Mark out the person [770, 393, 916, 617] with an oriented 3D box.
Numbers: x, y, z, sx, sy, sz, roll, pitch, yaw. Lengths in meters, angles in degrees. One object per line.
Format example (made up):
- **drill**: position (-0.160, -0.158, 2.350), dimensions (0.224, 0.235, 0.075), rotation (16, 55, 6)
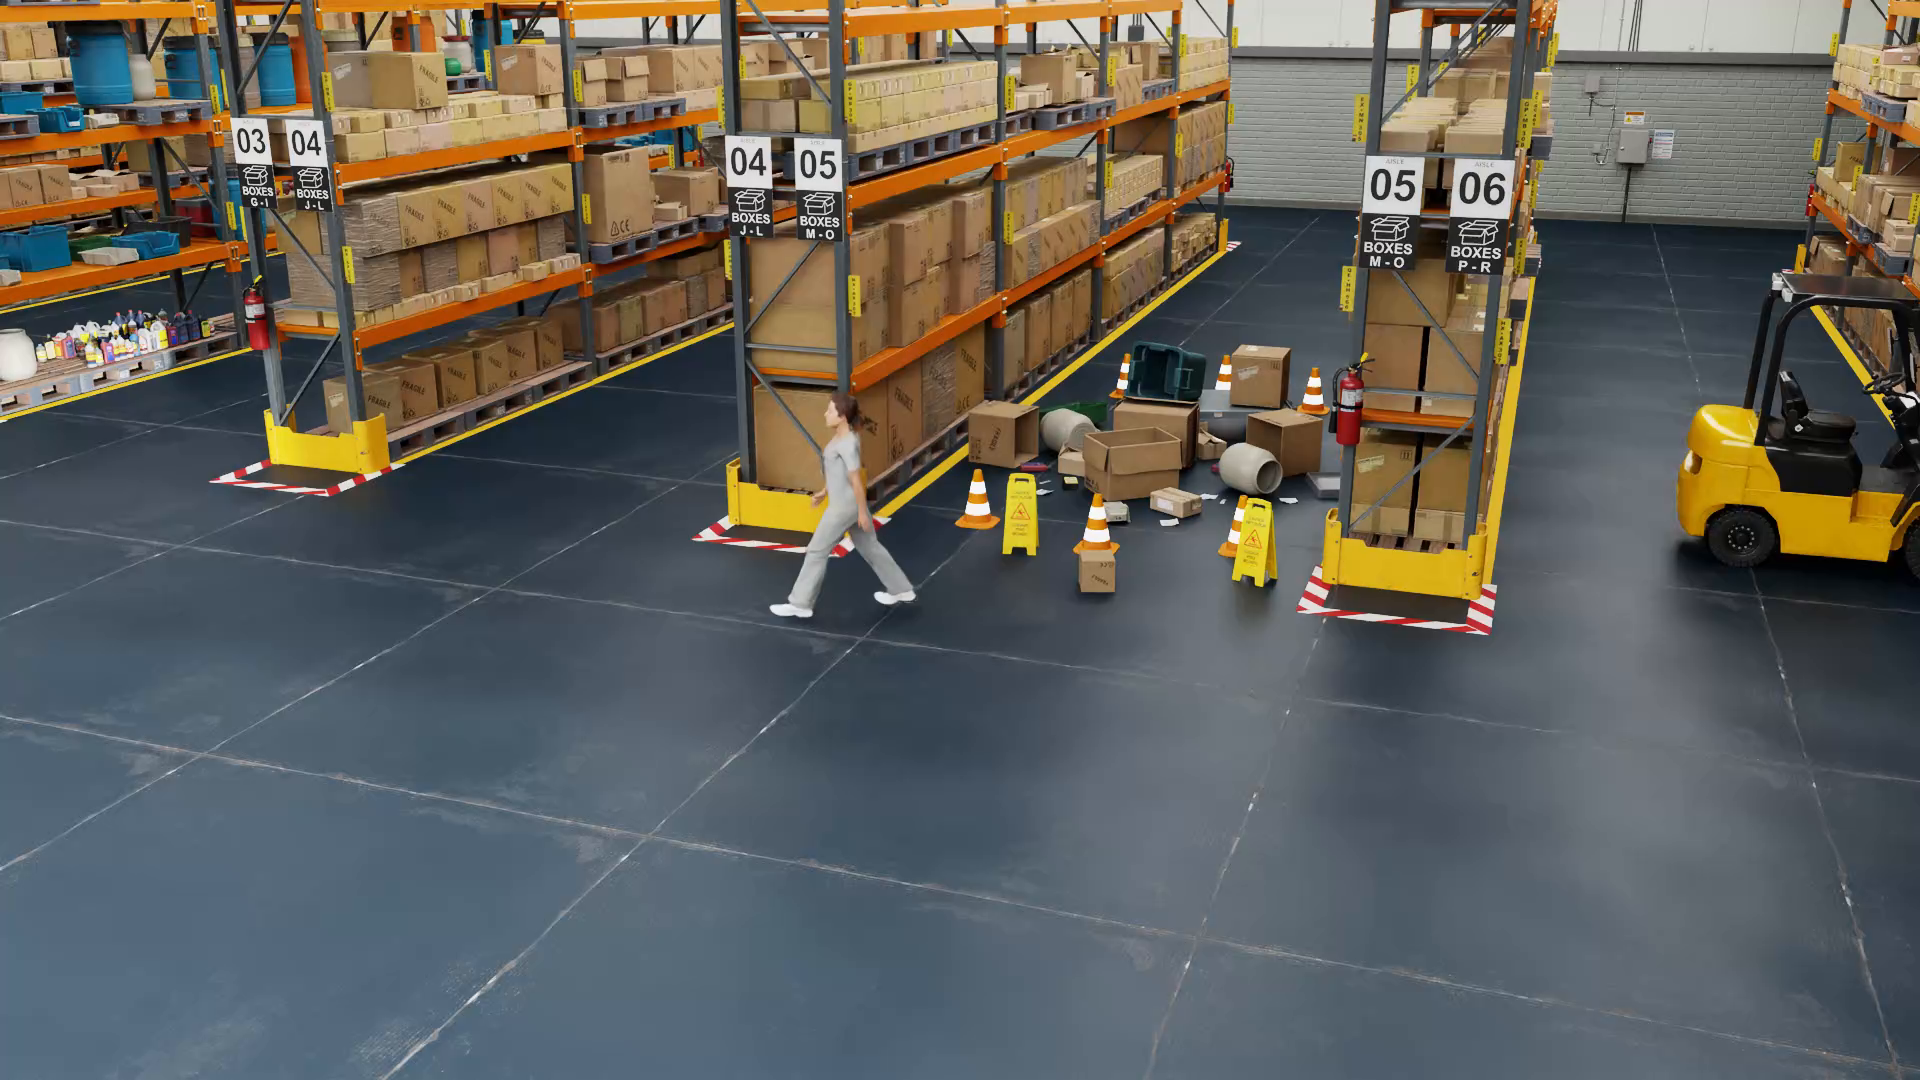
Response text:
- **person**: position (-0.843, -0.252, 11.803), dimensions (1.047, 1.608, 0.473), rotation (0, 19, -1)
